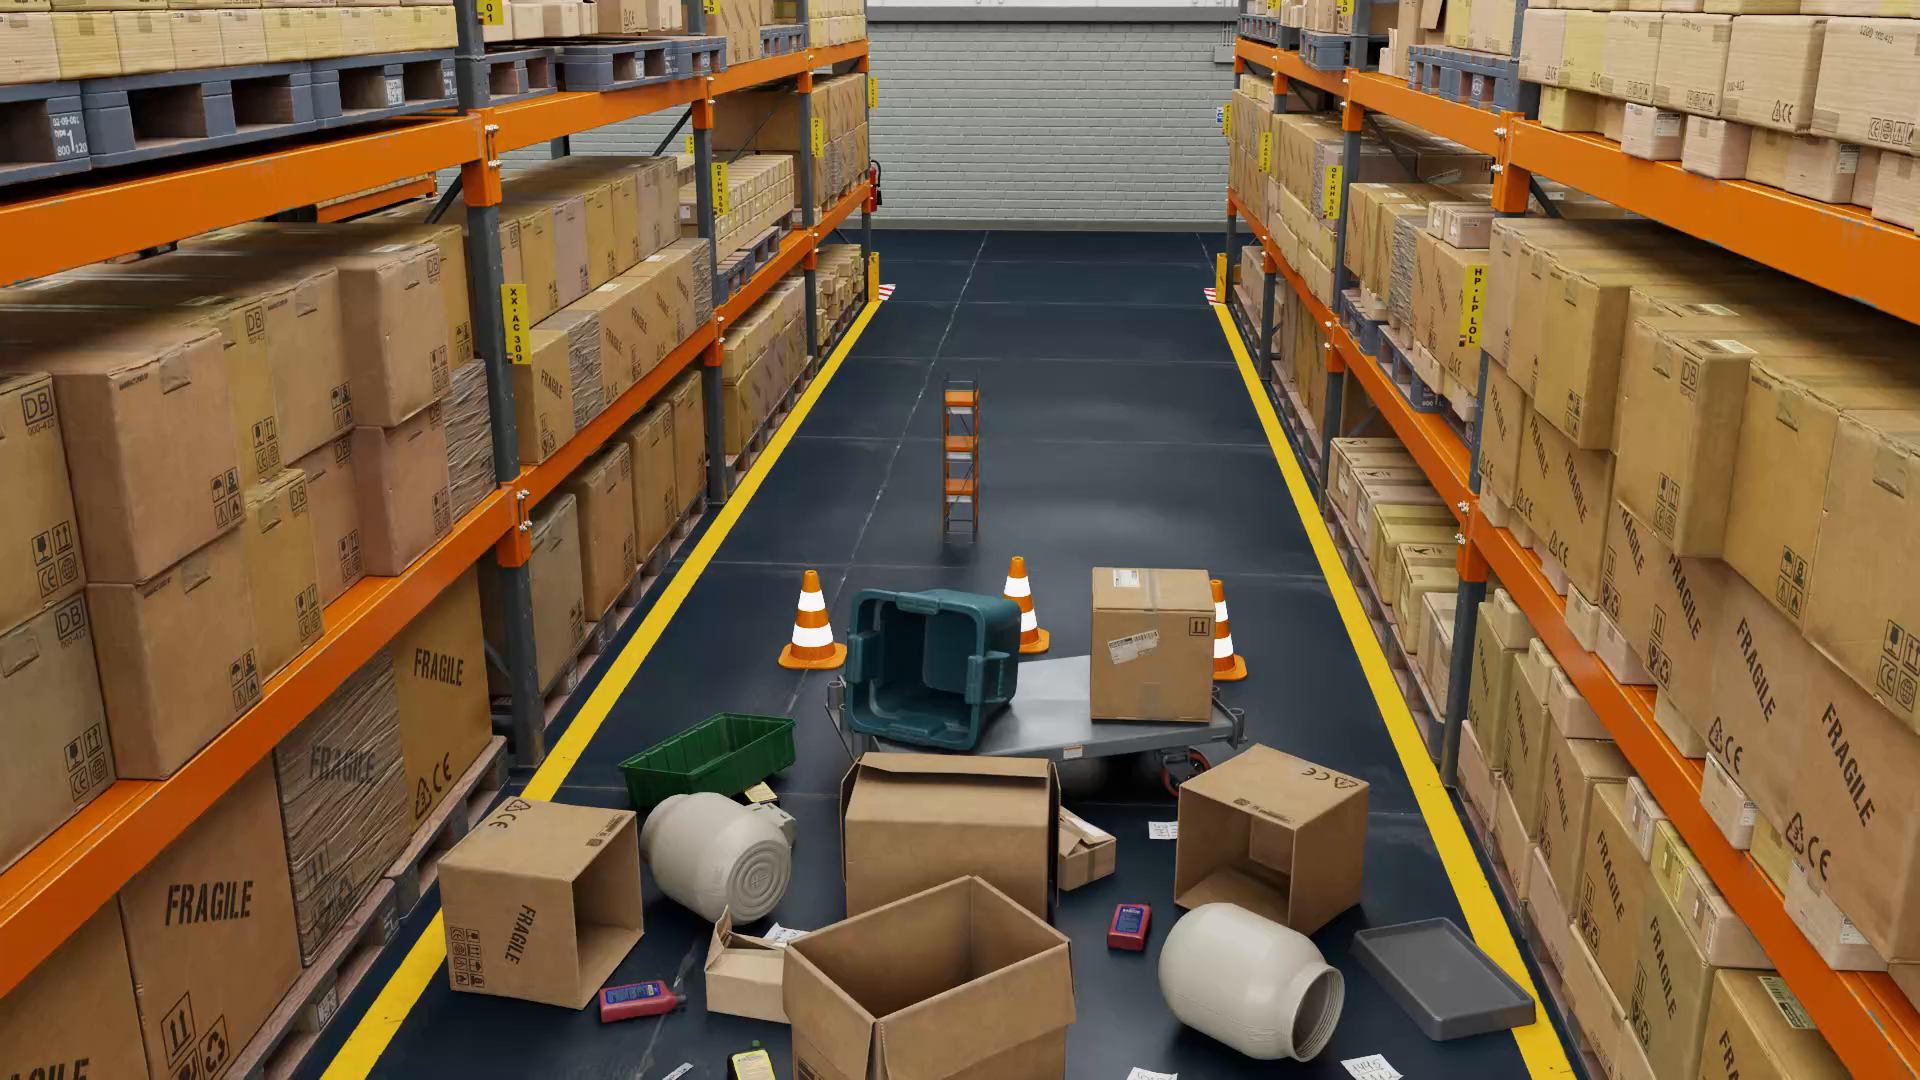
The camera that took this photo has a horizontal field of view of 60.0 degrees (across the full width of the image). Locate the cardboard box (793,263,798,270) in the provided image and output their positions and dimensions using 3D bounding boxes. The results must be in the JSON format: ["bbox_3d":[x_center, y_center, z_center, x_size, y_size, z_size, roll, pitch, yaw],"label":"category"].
[{"bbox_3d":[-1.884,-2.810,17.130,0.380,0.149,0.250,2,18,6],"label":"cardboard box"}]

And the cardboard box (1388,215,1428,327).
[{"bbox_3d":[2.505,-1.374,8.487,0.500,0.500,0.500,1,18,2],"label":"cardboard box"}]

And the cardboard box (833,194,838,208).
[{"bbox_3d":[-1.392,-3.295,16.066,0.380,0.149,0.250,2,18,6],"label":"cardboard box"}]

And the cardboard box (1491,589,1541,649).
[{"bbox_3d":[2.206,0.297,6.195,0.380,0.149,0.250,2,18,5],"label":"cardboard box"}]

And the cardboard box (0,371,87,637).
[{"bbox_3d":[-2.632,-0.069,3.840,0.875,0.550,0.550,1,18,4],"label":"cardboard box"}]

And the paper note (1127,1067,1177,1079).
[{"bbox_3d":[0.593,1.700,5.204,0.148,0.019,0.142,8,20,23],"label":"paper note"}]

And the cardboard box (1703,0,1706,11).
[{"bbox_3d":[2.210,-1.470,4.397,0.380,0.149,0.250,2,18,5],"label":"cardboard box"}]

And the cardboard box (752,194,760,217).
[{"bbox_3d":[-1.730,-2.533,12.586,0.380,0.149,0.250,2,18,6],"label":"cardboard box"}]

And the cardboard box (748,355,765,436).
[{"bbox_3d":[-1.733,-1.064,12.191,0.500,0.500,0.500,1,18,5],"label":"cardboard box"}]

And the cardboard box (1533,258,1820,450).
[{"bbox_3d":[2.217,-0.579,5.128,0.700,0.500,0.500,1,18,3],"label":"cardboard box"}]

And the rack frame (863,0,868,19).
[{"bbox_3d":[-1.498,-7.017,17.386,1.000,3.000,0.127,1,18,4],"label":"rack frame"}]

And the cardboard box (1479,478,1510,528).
[{"bbox_3d":[2.244,-0.150,6.467,0.380,0.149,0.250,1,18,4],"label":"cardboard box"}]

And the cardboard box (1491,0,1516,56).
[{"bbox_3d":[2.484,-2.099,6.759,0.500,0.250,0.500,1,18,3],"label":"cardboard box"}]

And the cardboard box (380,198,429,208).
[{"bbox_3d":[-6.404,-3.298,18.408,0.875,0.875,0.875,1,18,4],"label":"cardboard box"}]

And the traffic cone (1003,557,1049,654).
[{"bbox_3d":[0.303,0.317,8.714,0.336,0.463,0.334,1,18,4],"label":"traffic cone"}]

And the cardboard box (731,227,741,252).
[{"bbox_3d":[-1.782,-2.147,11.888,0.380,0.149,0.250,2,18,6],"label":"cardboard box"}]

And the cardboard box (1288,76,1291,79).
[{"bbox_3d":[3.621,-4.802,17.453,0.380,0.149,0.250,2,18,5],"label":"cardboard box"}]

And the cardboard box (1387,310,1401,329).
[{"bbox_3d":[2.566,-1.253,9.160,0.380,0.149,0.250,2,18,7],"label":"cardboard box"}]

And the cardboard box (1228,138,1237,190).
[{"bbox_3d":[3.126,-3.992,17.628,0.500,0.500,0.500,1,18,3],"label":"cardboard box"}]

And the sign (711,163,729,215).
[{"bbox_3d":[-1.517,-2.220,10.523,0.100,0.325,0.005,1,18,4],"label":"sign"}]

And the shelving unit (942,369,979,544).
[{"bbox_3d":[0.004,-0.516,10.310,0.215,1.050,0.252,1,18,4],"label":"shelving unit"}]

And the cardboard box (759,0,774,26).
[{"bbox_3d":[-1.921,-4.481,13.629,0.700,0.500,0.500,1,18,4],"label":"cardboard box"}]

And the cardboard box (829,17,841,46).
[{"bbox_3d":[-1.404,-4.733,15.474,0.500,0.250,0.500,2,18,6],"label":"cardboard box"}]

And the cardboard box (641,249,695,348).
[{"bbox_3d":[-1.873,-1.428,9.804,0.500,0.500,0.500,1,18,4],"label":"cardboard box"}]

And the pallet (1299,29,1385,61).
[{"bbox_3d":[2.944,-3.487,11.733,1.003,0.211,1.213,2,18,6],"label":"pallet"}]

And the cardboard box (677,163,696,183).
[{"bbox_3d":[-2.327,-2.931,13.324,0.380,0.149,0.250,1,18,3],"label":"cardboard box"}]

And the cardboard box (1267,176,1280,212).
[{"bbox_3d":[2.847,-2.881,13.835,0.500,0.250,0.500,1,18,2],"label":"cardboard box"}]

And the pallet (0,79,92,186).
[{"bbox_3d":[-2.602,-0.811,3.406,1.003,0.211,1.213,1,18,4],"label":"pallet"}]

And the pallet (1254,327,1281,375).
[{"bbox_3d":[3.293,-1.754,15.437,1.003,0.211,1.213,1,18,4],"label":"pallet"}]

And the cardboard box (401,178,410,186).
[{"bbox_3d":[-6.171,-3.912,17.948,0.380,0.149,0.250,1,18,4],"label":"cardboard box"}]

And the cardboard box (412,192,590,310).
[{"bbox_3d":[-2.257,-1.433,8.213,0.700,0.500,0.500,1,18,4],"label":"cardboard box"}]

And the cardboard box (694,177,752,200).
[{"bbox_3d":[-1.752,-2.592,12.290,0.380,0.149,0.250,2,18,6],"label":"cardboard box"}]

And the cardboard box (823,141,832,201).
[{"bbox_3d":[-1.469,-3.415,15.389,0.500,0.500,0.500,1,18,4],"label":"cardboard box"}]

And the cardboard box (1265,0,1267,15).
[{"bbox_3d":[3.153,-5.184,15.615,0.500,0.500,0.500,2,18,5],"label":"cardboard box"}]

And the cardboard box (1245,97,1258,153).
[{"bbox_3d":[3.034,-3.991,16.021,0.500,0.500,0.500,1,18,4],"label":"cardboard box"}]

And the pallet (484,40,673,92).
[{"bbox_3d":[-2.142,-2.469,8.626,1.003,0.211,1.213,2,18,6],"label":"pallet"}]

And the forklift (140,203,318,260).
[{"bbox_3d":[-4.669,-1.522,10.361,1.130,2.935,3.031,1,18,4],"label":"forklift"}]

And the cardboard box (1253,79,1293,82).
[{"bbox_3d":[3.098,-4.488,16.494,0.380,0.149,0.250,1,18,4],"label":"cardboard box"}]

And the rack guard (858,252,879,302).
[{"bbox_3d":[-1.503,-2.955,18.638,1.175,0.500,0.348,1,18,4],"label":"rack guard"}]

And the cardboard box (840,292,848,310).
[{"bbox_3d":[-1.350,-2.439,16.952,0.380,0.149,0.250,2,18,5],"label":"cardboard box"}]

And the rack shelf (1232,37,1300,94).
[{"bbox_3d":[3.304,-4.550,15.828,1.077,0.370,4.000,1,18,4],"label":"rack shelf"}]

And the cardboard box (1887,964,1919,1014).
[{"bbox_3d":[2.113,0.881,3.322,0.380,0.149,0.250,2,18,6],"label":"cardboard box"}]

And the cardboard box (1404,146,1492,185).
[{"bbox_3d":[3.153,-2.273,10.776,0.500,0.500,0.500,1,18,2],"label":"cardboard box"}]

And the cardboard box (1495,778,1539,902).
[{"bbox_3d":[2.248,1.090,6.020,0.500,0.250,0.500,2,18,7],"label":"cardboard box"}]

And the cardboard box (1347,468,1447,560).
[{"bbox_3d":[2.778,-0.149,9.605,0.950,0.372,0.625,1,18,3],"label":"cardboard box"}]

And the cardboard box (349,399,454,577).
[{"bbox_3d":[-2.389,-0.224,6.050,0.875,0.550,0.550,1,18,4],"label":"cardboard box"}]

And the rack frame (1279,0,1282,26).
[{"bbox_3d":[3.160,-5.696,13.354,1.000,3.000,0.127,1,18,4],"label":"rack frame"}]

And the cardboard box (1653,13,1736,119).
[{"bbox_3d":[2.171,-1.253,4.375,0.500,0.250,0.500,1,18,4],"label":"cardboard box"}]

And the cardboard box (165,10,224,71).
[{"bbox_3d":[-2.192,-1.320,4.387,0.380,0.149,0.250,1,18,4],"label":"cardboard box"}]

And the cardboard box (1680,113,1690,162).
[{"bbox_3d":[2.208,-1.095,4.534,0.380,0.149,0.250,1,18,4],"label":"cardboard box"}]

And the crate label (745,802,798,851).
[{"bbox_3d":[-0.808,1.164,6.649,0.298,0.136,0.250,-13,22,-34],"label":"crate label"}]

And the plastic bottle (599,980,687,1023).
[{"bbox_3d":[-1.067,1.548,5.600,0.283,0.061,0.133,-5,19,-15],"label":"plastic bottle"}]

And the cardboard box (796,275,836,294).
[{"bbox_3d":[-1.409,-2.476,16.112,0.380,0.149,0.250,2,18,5],"label":"cardboard box"}]

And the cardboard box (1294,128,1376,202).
[{"bbox_3d":[2.764,-2.762,12.269,0.500,0.500,0.500,1,18,3],"label":"cardboard box"}]

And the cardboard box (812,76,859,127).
[{"bbox_3d":[-1.319,-4.525,17.172,0.500,0.500,0.500,1,18,2],"label":"cardboard box"}]

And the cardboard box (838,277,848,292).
[{"bbox_3d":[-1.347,-2.580,16.907,0.380,0.149,0.250,2,18,7],"label":"cardboard box"}]

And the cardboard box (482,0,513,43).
[{"bbox_3d":[-2.066,-2.230,6.975,0.258,0.266,0.396,1,18,3],"label":"cardboard box"}]
